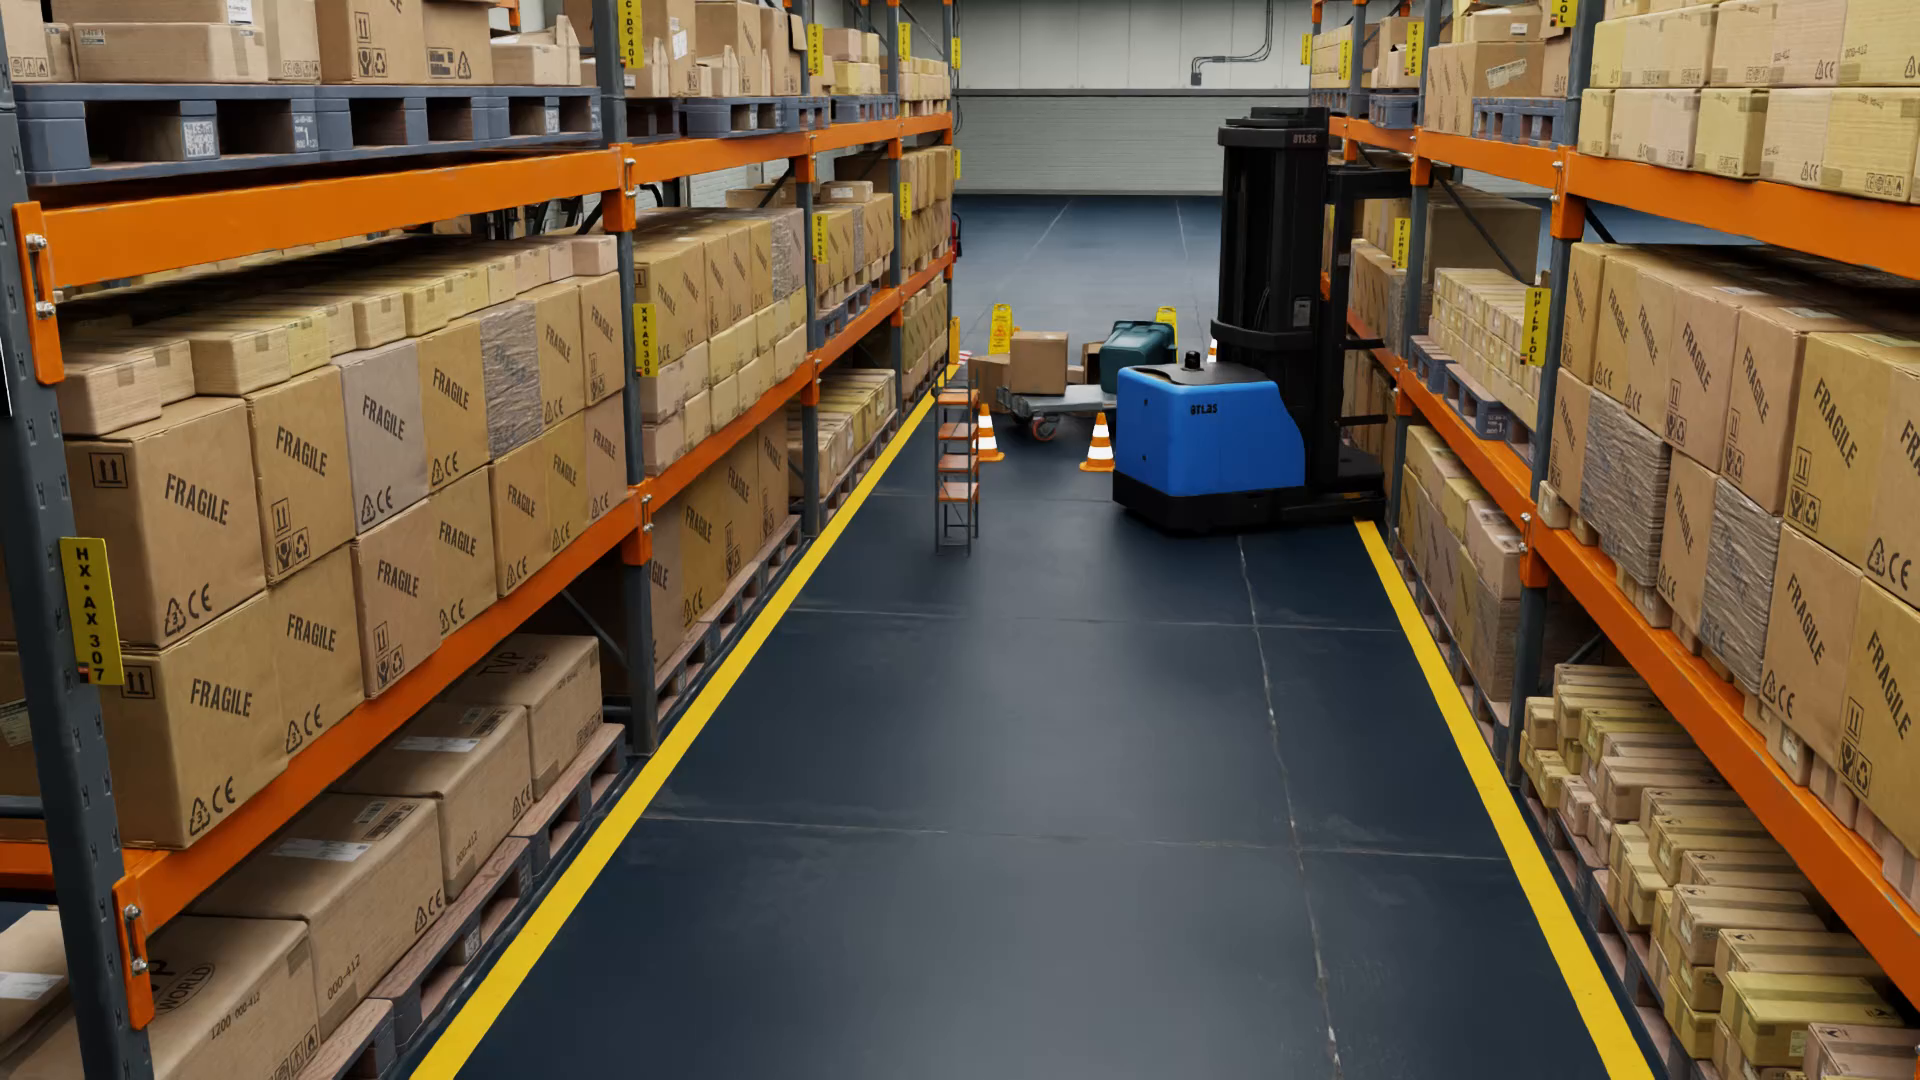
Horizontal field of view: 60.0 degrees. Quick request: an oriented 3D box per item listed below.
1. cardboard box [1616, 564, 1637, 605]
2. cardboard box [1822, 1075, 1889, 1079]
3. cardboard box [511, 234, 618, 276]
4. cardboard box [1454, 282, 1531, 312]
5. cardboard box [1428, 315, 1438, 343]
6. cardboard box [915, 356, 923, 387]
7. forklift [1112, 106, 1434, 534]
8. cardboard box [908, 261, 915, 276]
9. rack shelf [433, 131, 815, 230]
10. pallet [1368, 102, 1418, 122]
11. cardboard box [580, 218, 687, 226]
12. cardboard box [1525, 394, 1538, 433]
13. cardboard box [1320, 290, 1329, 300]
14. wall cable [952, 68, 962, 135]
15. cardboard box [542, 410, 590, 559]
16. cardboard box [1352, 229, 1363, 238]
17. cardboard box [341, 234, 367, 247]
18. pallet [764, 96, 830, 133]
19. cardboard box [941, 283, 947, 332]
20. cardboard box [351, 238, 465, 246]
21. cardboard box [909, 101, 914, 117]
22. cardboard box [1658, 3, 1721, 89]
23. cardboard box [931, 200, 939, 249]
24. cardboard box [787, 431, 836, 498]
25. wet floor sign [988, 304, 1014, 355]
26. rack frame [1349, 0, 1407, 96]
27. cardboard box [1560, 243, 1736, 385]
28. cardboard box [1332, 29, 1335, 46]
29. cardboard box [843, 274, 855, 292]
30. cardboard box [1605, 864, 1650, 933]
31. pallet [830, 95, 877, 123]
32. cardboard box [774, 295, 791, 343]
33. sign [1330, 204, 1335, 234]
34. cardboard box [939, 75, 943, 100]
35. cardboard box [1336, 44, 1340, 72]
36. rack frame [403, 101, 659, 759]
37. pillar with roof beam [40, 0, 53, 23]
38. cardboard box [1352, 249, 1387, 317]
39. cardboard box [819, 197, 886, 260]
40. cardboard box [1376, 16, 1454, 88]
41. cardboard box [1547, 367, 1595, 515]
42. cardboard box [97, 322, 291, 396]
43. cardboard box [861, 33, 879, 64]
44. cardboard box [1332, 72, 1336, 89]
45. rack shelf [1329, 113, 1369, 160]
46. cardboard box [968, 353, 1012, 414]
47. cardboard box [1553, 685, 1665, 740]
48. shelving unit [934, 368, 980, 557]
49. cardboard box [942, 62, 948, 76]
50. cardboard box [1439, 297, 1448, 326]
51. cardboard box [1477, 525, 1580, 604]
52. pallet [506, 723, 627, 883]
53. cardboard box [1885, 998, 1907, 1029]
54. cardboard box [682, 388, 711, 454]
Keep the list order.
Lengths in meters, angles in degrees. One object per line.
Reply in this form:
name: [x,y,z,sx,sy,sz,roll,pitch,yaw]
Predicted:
cardboard box: [2.563,0.132,5.907,0.380,0.149,0.250,2,15,7]
cardboard box: [2.340,1.453,4.061,0.380,0.149,0.250,2,15,7]
cardboard box: [-1.665,-1.201,7.007,0.380,0.149,0.250,1,15,5]
cardboard box: [3.100,-1.416,9.691,0.380,0.149,0.250,1,15,4]
cardboard box: [3.184,-1.335,10.530,0.380,0.149,0.250,1,15,5]
cardboard box: [-0.659,-1.680,16.592,0.500,0.250,0.500,3,15,9]
forklift: [2.720,-1.673,12.233,3.031,2.935,1.130,-5,16,-19]
cardboard box: [-0.650,-2.672,16.278,0.380,0.149,0.250,2,15,8]
rack shelf: [-1.720,-2.065,9.186,1.077,0.370,4.000,2,15,6]
pallet: [3.832,-3.518,13.545,0.805,0.209,1.217,1,15,4]
cardboard box: [-1.913,-1.631,9.840,0.500,0.500,0.500,2,15,8]
cardboard box: [2.860,-0.584,7.752,0.380,0.149,0.250,2,15,7]
cardboard box: [4.230,-2.210,17.353,0.875,0.875,0.875,1,15,5]
wall cable: [-1.467,-13.452,50.121,3.097,2.526,0.112,2,15,6]
cardboard box: [-1.797,-0.233,6.585,0.500,0.500,0.500,1,15,5]
cardboard box: [3.916,-2.570,15.132,0.875,0.550,0.550,2,15,6]
cardboard box: [-5.777,-2.700,15.231,0.500,0.250,0.500,1,15,5]
pallet: [-1.515,-2.672,10.411,1.213,0.211,1.003,2,15,9]
cardboard box: [-0.423,-2.580,18.484,0.500,0.500,0.500,2,15,7]
cardboard box: [-2.253,-1.149,6.815,0.380,0.149,0.250,2,15,7]
cardboard box: [-0.652,-4.188,16.137,0.380,0.149,0.250,1,15,5]
cardboard box: [2.560,-1.566,5.291,0.500,0.250,0.500,2,15,7]
cardboard box: [-0.500,-3.342,17.513,0.500,0.500,0.500,2,15,6]
cardboard box: [-1.421,-0.564,12.231,0.950,0.372,0.625,1,15,2]
wet floor sign: [0.493,-2.440,19.448,0.267,0.644,0.232,7,17,25]
rack frame: [3.886,-5.297,14.013,1.000,3.000,0.127,2,15,6]
cardboard box: [2.691,-0.891,6.534,0.500,0.500,0.500,2,15,8]
cardboard box: [3.754,-4.795,15.861,0.380,0.149,0.250,2,15,6]
cardboard box: [-1.043,-2.061,13.216,0.380,0.149,0.250,2,15,8]
cardboard box: [2.517,1.270,5.877,0.380,0.149,0.250,1,15,5]
pallet: [-1.333,-3.452,13.295,1.213,0.211,1.003,2,15,6]
cardboard box: [-1.351,-1.386,10.371,0.500,0.250,0.500,1,15,5]
sign: [3.335,-2.873,14.732,0.100,0.325,0.005,2,15,6]
cardboard box: [-0.453,-4.807,17.663,0.500,0.250,0.500,1,15,5]
cardboard box: [3.744,-4.438,15.302,0.500,0.250,0.500,2,15,6]
rack frame: [-1.946,-0.446,7.565,1.000,3.000,0.127,2,15,6]
pillar with roof beam: [-2.898,-4.763,12.035,9.100,9.000,0.400,2,15,6]
cardboard box: [3.444,-2.060,13.344,0.500,0.500,0.500,2,15,6]
cardboard box: [-0.922,-2.660,14.188,0.500,0.500,0.500,2,15,7]
cardboard box: [3.353,-3.570,12.185,0.500,0.500,0.500,2,15,6]
cardboard box: [2.677,-0.397,6.623,0.500,0.500,0.500,1,15,5]
cardboard box: [-1.980,-0.471,4.306,0.380,0.149,0.250,2,15,8]
cardboard box: [-0.982,-4.186,14.176,0.500,0.250,0.500,2,15,8]
cardboard box: [3.724,-4.346,15.728,0.380,0.149,0.250,2,15,7]
rack shelf: [4.112,-4.021,16.417,1.077,0.370,4.000,2,15,6]
cardboard box: [0.430,-1.553,16.444,0.500,0.500,0.500,-14,20,-42]
cardboard box: [2.649,0.713,6.797,0.380,0.149,0.250,2,15,9]
shelving unit: [-0.019,-0.536,11.347,0.258,1.200,0.503,2,15,6]
cardboard box: [-0.337,-5.174,18.255,0.380,0.149,0.250,2,15,7]
cardboard box: [3.153,-1.399,10.196,0.380,0.149,0.250,2,15,9]
cardboard box: [2.817,0.115,8.038,0.500,0.250,0.500,1,15,5]
pallet: [-2.110,1.095,7.208,1.003,0.211,1.213,2,15,6]
cardboard box: [2.498,1.394,4.847,0.380,0.149,0.250,2,15,6]
cardboard box: [-1.577,-0.614,8.474,0.500,0.250,0.500,1,15,5]
